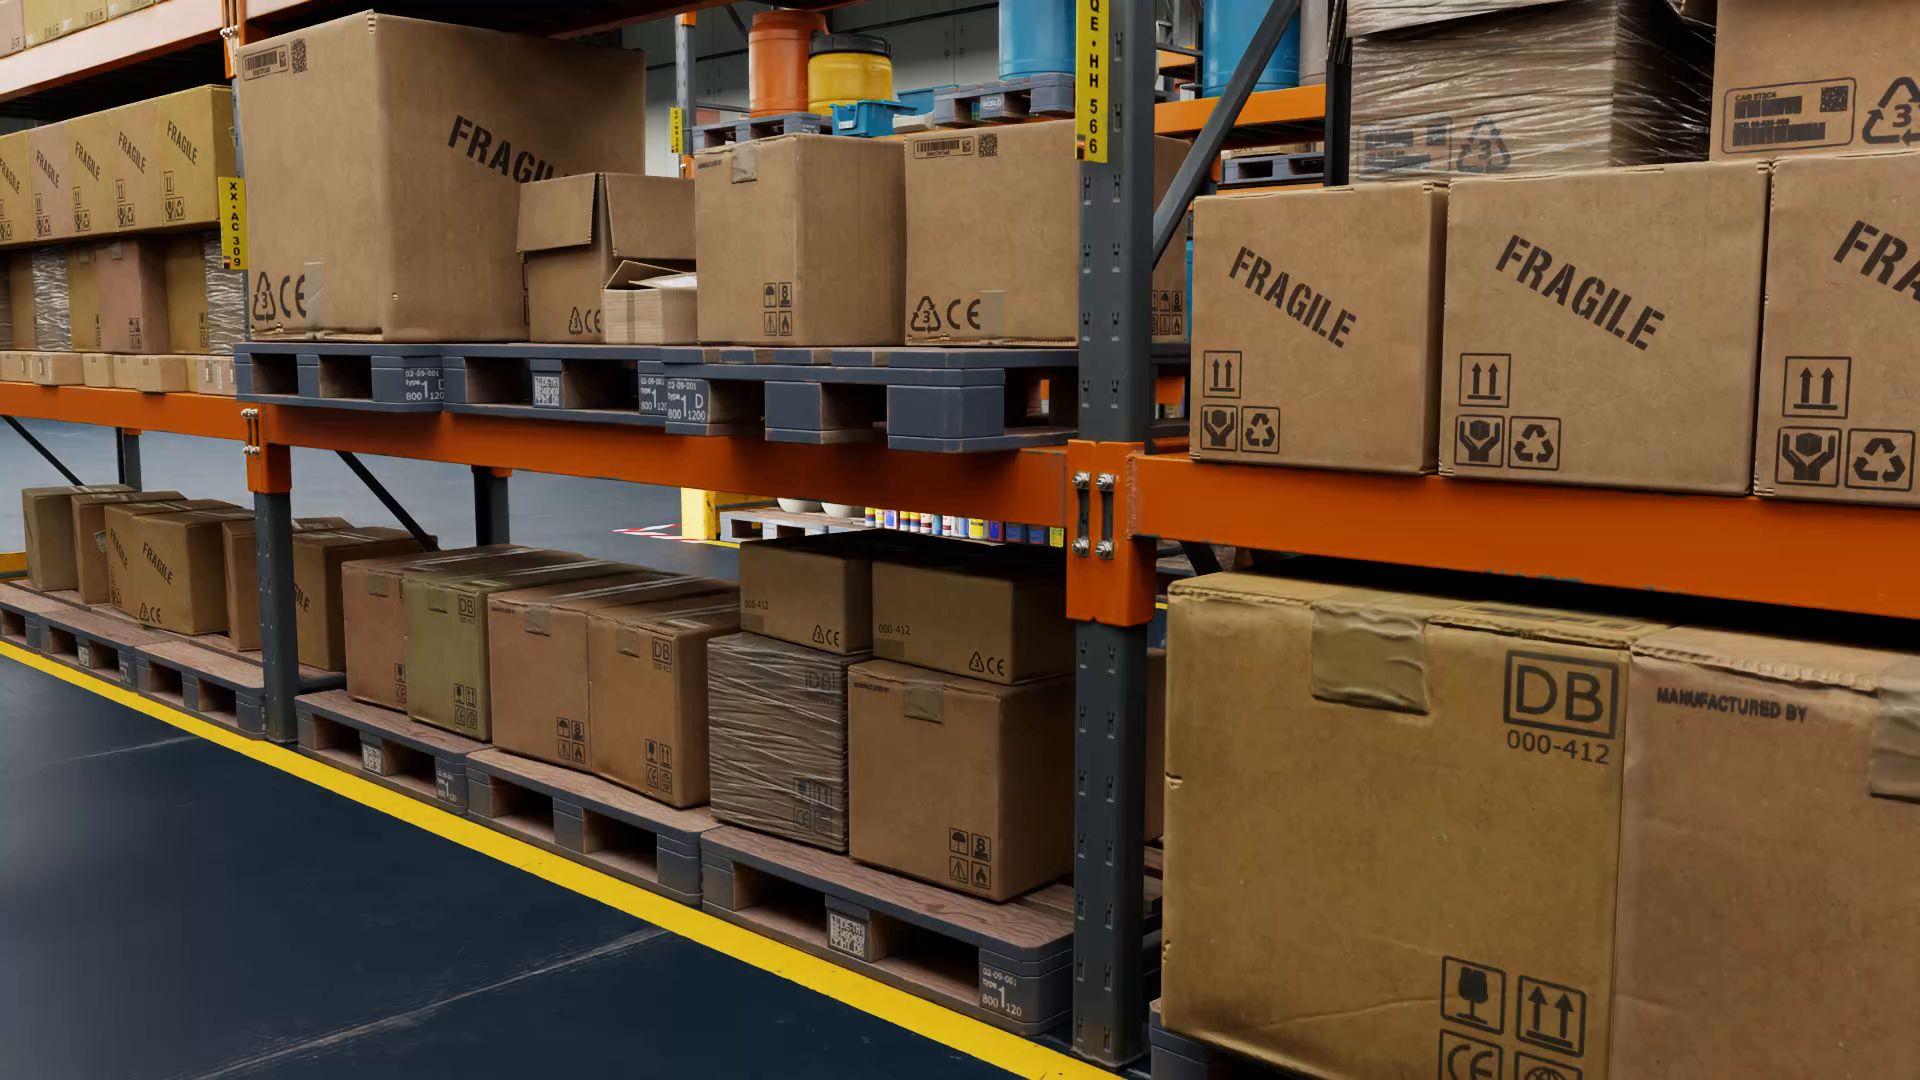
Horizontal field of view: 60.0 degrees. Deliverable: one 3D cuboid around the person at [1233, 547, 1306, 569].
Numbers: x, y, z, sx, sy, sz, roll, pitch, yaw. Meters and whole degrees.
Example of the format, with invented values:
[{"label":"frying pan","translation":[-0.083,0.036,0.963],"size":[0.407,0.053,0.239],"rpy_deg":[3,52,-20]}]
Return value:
[{"label":"person","translation":[1.042,-0.039,5.842],"size":[0.737,1.571,0.429],"rpy_deg":[2,7,17]}]
